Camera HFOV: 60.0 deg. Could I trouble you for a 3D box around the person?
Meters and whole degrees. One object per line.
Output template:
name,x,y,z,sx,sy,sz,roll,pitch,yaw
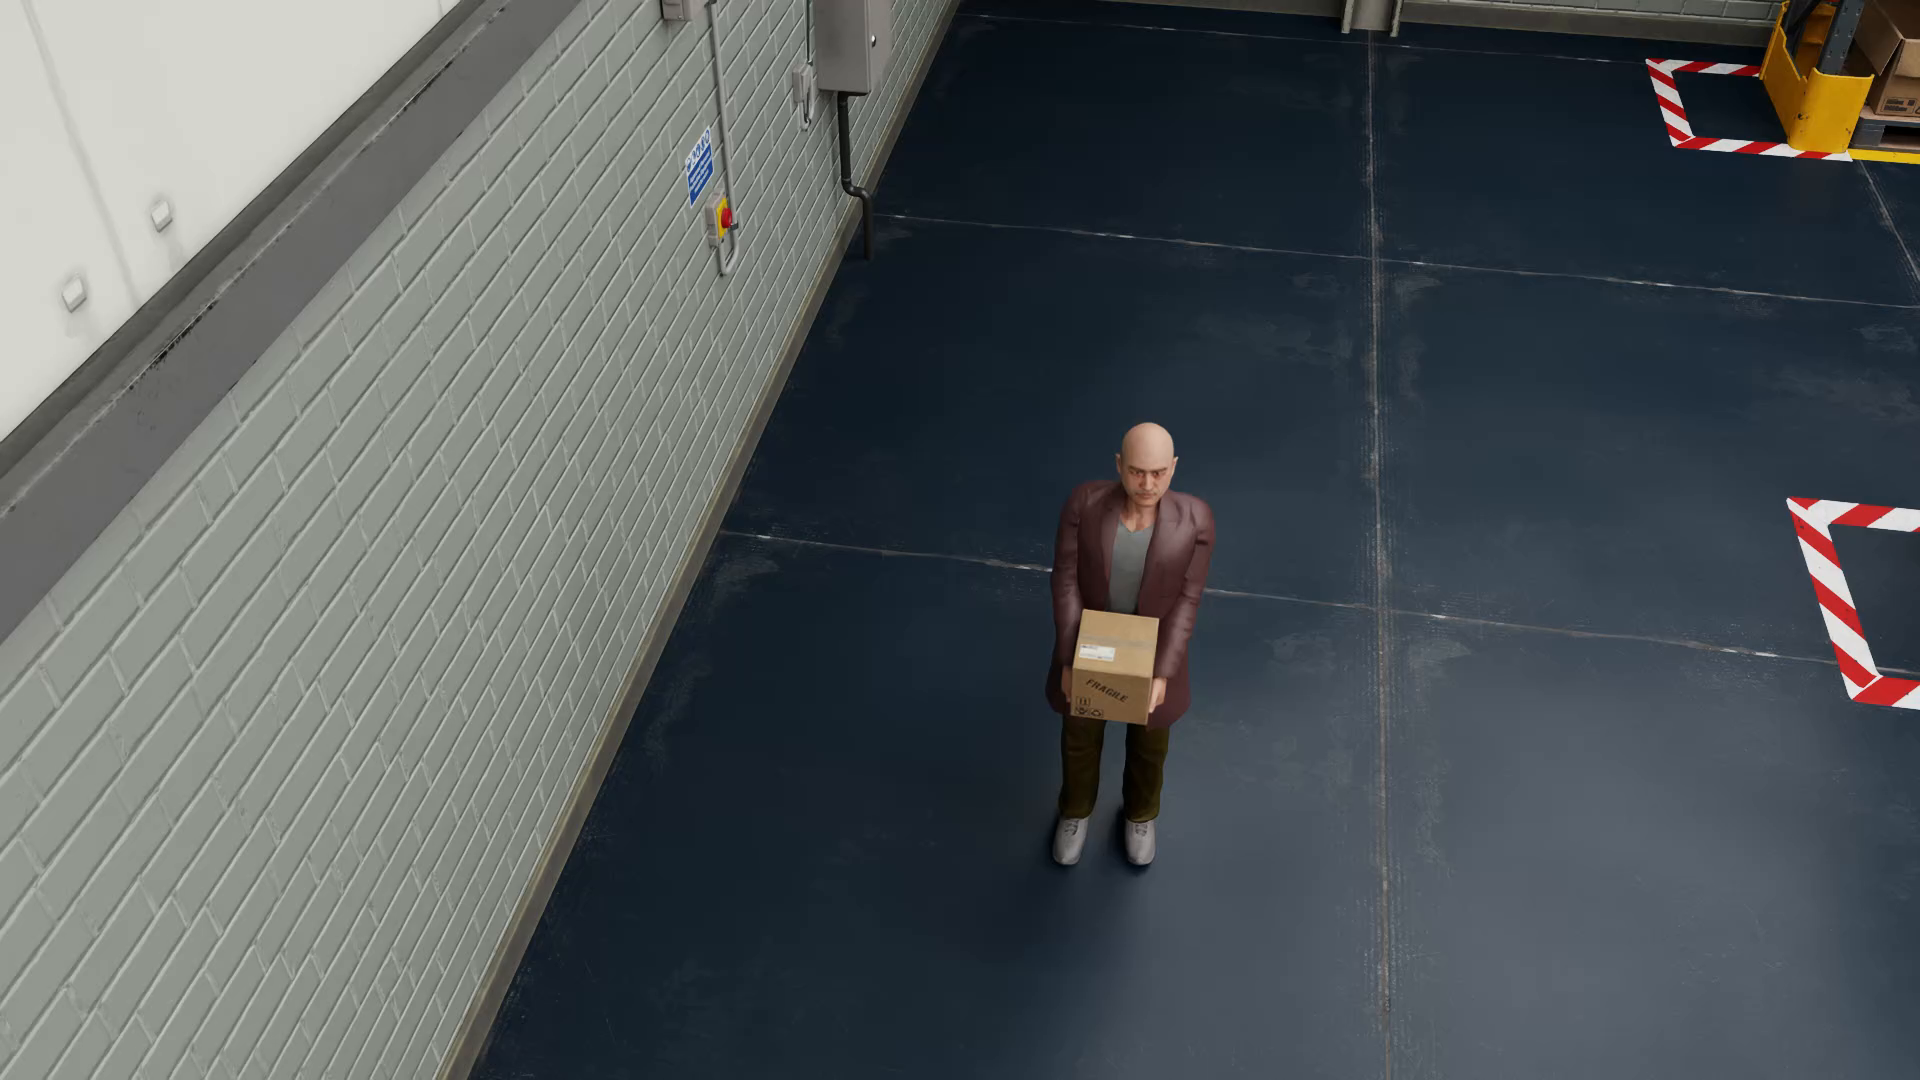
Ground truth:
person,0.546,0.440,5.649,0.527,1.769,0.563,7,41,8
